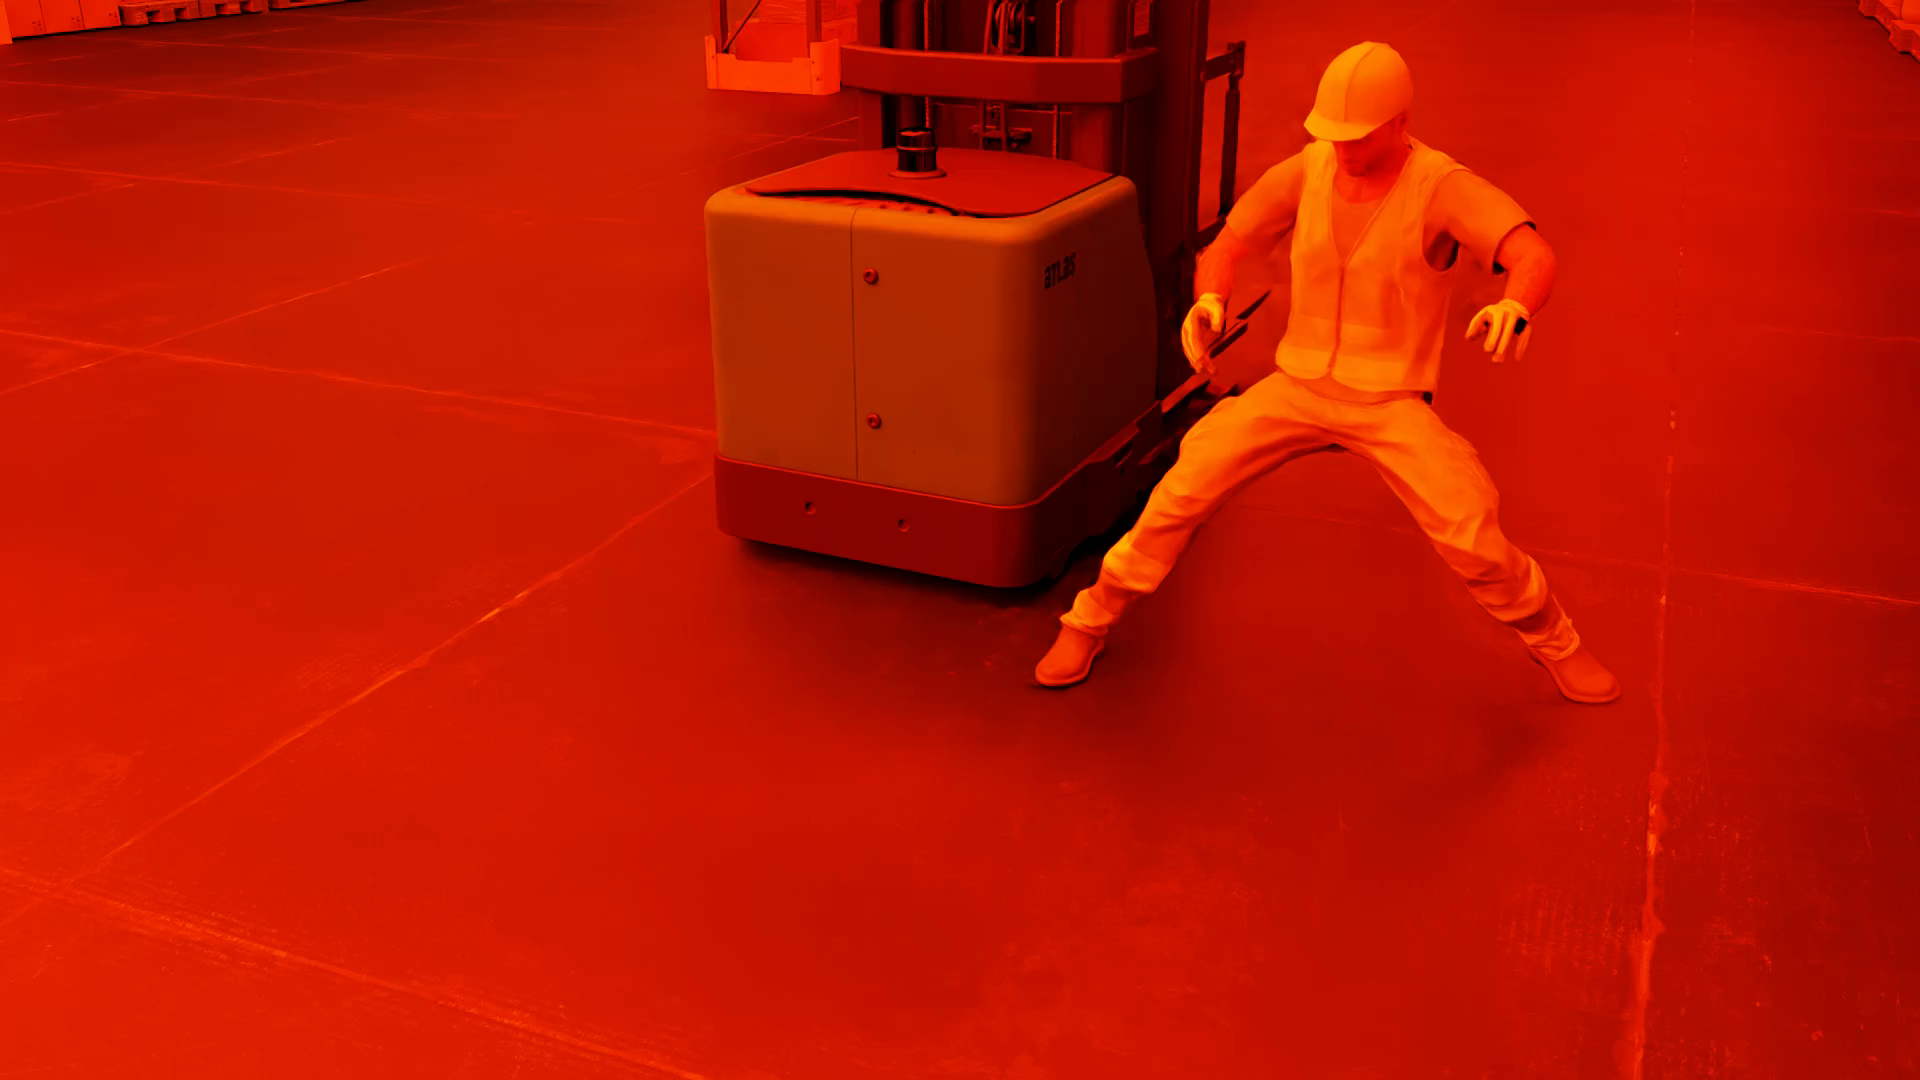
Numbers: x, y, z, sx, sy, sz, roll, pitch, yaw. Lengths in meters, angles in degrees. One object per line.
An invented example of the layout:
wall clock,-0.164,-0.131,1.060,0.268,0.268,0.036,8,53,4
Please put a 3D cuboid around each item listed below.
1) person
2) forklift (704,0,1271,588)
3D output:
person,0.914,-0.346,3.891,1.301,1.566,0.848,16,27,33
forklift,0.363,-1.752,5.485,1.130,2.935,3.031,11,25,24
